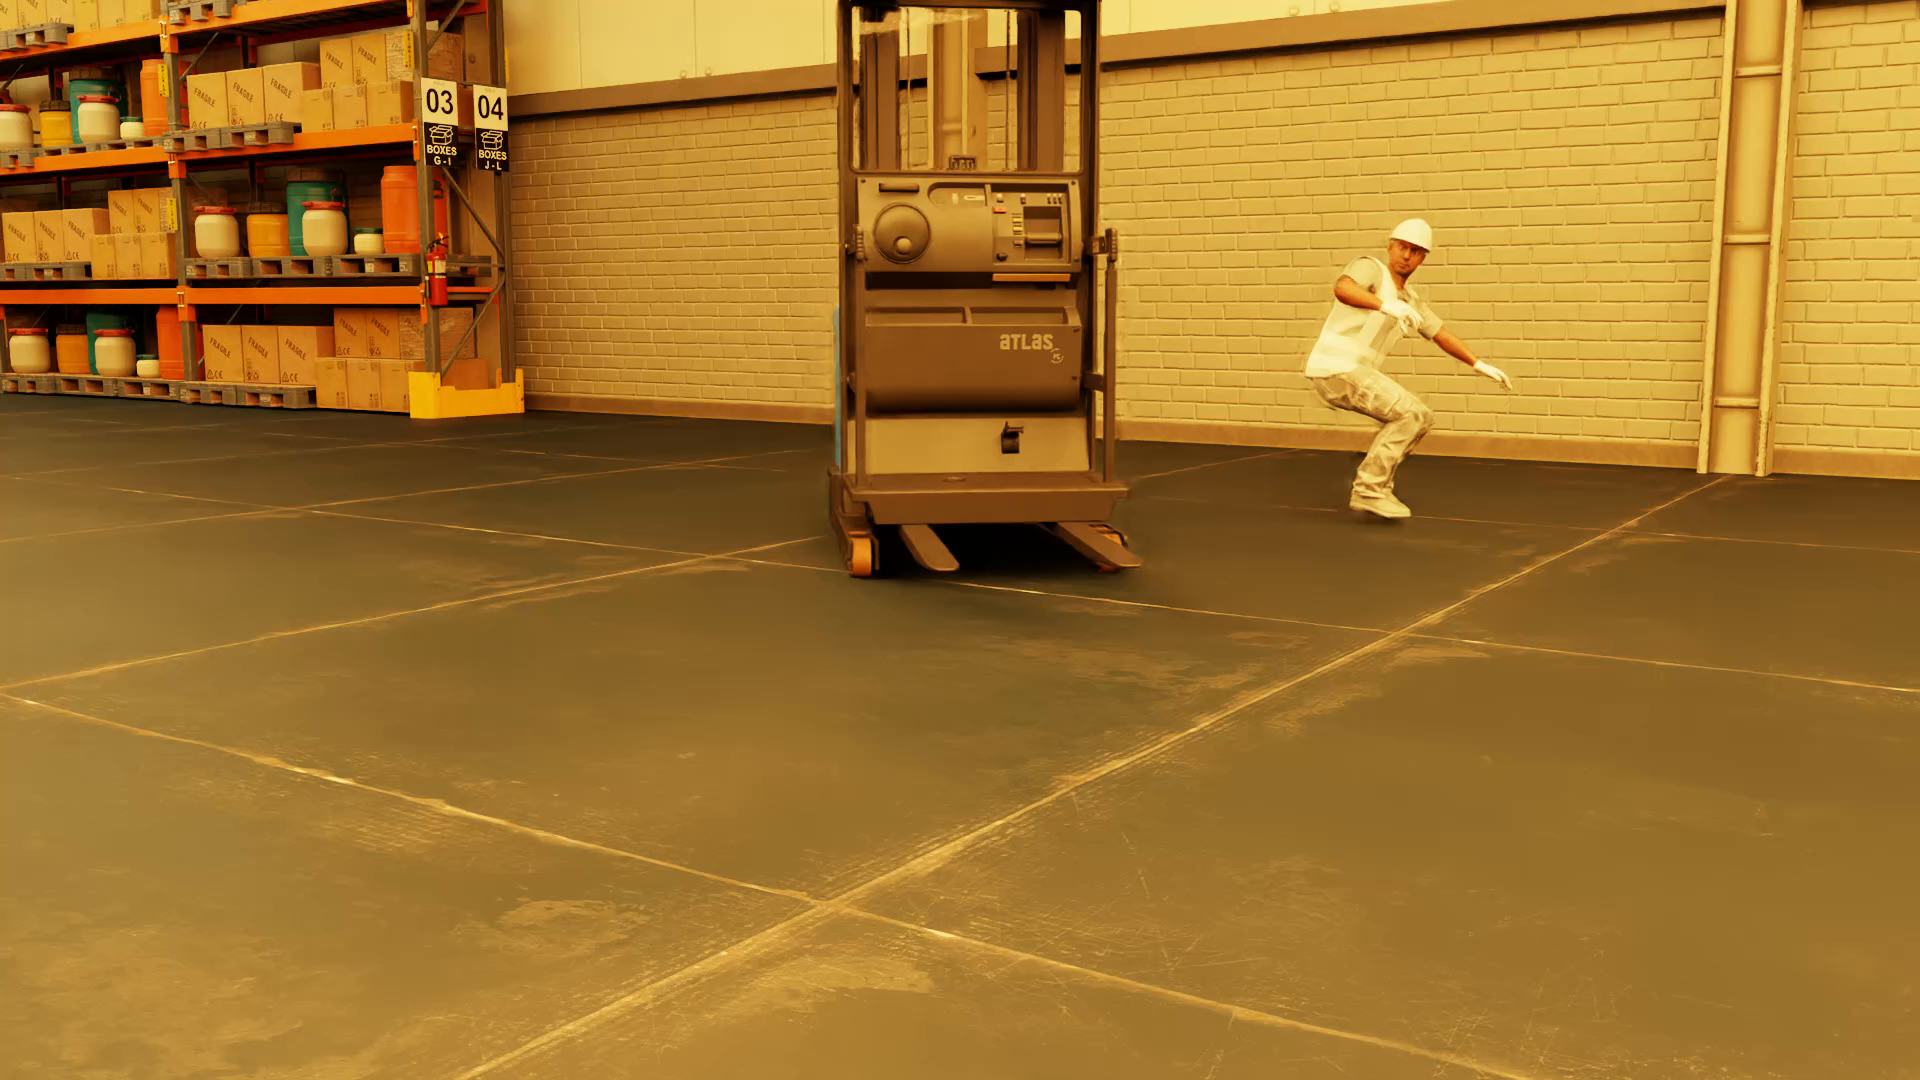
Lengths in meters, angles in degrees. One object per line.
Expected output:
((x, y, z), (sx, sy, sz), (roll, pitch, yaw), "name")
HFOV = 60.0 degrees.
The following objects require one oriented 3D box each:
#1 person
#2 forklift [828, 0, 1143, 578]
((2.203, -0.831, 8.266), (0.927, 1.514, 0.825), (4, 9, 29), "person")
((0.070, -1.352, 6.699), (1.130, 2.935, 3.031), (-1, 8, -7), "forklift")
